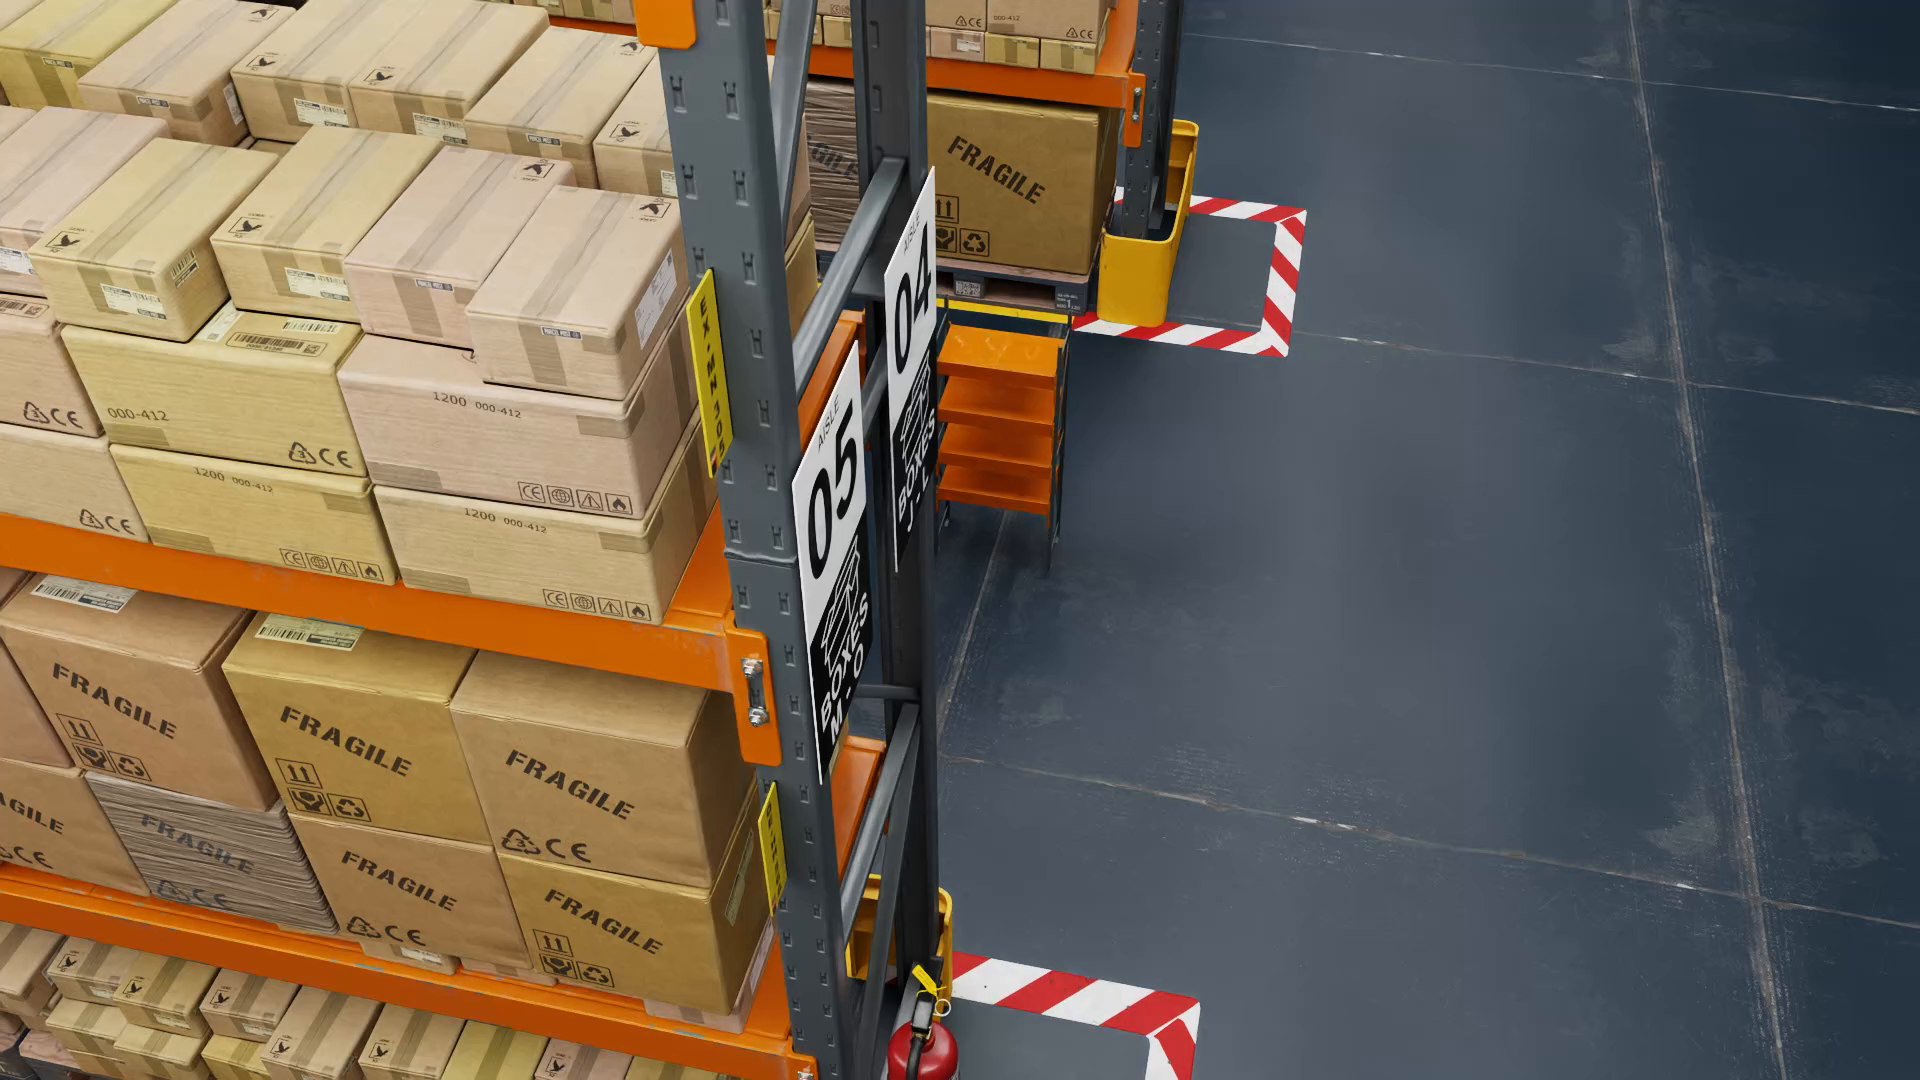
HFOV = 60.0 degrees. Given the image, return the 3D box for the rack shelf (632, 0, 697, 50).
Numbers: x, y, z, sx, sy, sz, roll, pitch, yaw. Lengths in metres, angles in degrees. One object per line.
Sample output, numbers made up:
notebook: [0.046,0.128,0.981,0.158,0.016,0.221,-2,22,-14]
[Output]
rack shelf: [-2.186,-1.422,2.719,4.000,0.370,1.077,9,45,9]

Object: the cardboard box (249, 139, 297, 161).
cardboard box: [-1.115,-0.745,3.406,0.500,0.250,0.500,8,45,9]

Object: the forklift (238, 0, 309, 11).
forklift: [-2.815,-1.417,6.568,3.031,2.935,1.130,7,44,8]

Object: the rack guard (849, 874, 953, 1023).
rack guard: [-0.308,1.671,5.113,0.348,0.500,1.175,9,45,9]

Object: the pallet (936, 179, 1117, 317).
pallet: [0.150,-1.622,8.744,1.213,0.211,1.003,9,45,9]

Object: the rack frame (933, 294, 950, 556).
rack frame: [-0.077,-0.444,6.806,0.015,1.200,0.240,9,45,9]

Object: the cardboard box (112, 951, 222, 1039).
cardboard box: [-2.327,1.284,5.037,0.250,0.149,0.380,9,45,9]

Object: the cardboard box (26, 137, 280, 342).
cardboard box: [-1.374,-0.528,2.893,0.250,0.149,0.380,9,45,10]

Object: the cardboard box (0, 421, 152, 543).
cardboard box: [-1.716,-0.291,3.294,0.500,0.250,0.500,11,45,11]

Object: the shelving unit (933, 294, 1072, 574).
shelving unit: [0.162,-0.407,6.768,0.503,1.200,0.258,9,45,9]

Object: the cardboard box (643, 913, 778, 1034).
cardboard box: [-0.614,1.015,4.174,0.250,0.149,0.380,9,45,9]

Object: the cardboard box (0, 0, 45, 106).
cardboard box: [-2.009,-1.027,3.411,0.250,0.149,0.380,10,45,10]

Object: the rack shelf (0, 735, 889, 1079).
rack shelf: [-2.186,0.739,4.798,4.000,0.370,1.077,9,45,9]

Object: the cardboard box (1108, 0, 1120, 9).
cardboard box: [0.673,-2.746,8.081,0.250,0.149,0.380,9,45,10]

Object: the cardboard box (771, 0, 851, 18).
cardboard box: [-0.575,-2.660,7.704,0.500,0.250,0.500,7,44,8]

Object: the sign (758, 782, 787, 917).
sign: [-0.375,0.624,3.336,0.005,0.325,0.100,9,45,9]

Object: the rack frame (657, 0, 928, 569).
rack frame: [-0.234,-1.379,2.154,0.127,3.000,1.000,9,45,9]

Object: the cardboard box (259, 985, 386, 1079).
cardboard box: [-1.832,1.420,4.896,0.250,0.149,0.380,10,45,11]

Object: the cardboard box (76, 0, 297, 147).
cardboard box: [-1.505,-0.917,3.297,0.250,0.149,0.380,10,45,10]

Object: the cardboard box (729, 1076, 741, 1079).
cardboard box: [-0.811,1.664,4.857,0.250,0.149,0.380,8,44,8]

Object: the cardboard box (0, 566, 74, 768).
cardboard box: [-2.255,0.151,3.883,0.500,0.500,0.500,7,44,8]

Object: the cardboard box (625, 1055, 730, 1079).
cardboard box: [-0.806,1.535,4.776,0.250,0.149,0.380,9,45,10]

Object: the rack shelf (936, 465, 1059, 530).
rack shelf: [0.162,-0.216,6.952,0.480,0.148,0.258,9,45,9]

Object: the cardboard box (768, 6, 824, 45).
cardboard box: [-0.722,-2.492,7.817,0.250,0.149,0.380,9,45,9]

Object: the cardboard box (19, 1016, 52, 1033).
cardboard box: [-2.810,1.389,5.356,0.250,0.149,0.380,7,44,7]

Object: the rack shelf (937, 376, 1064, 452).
rack shelf: [0.162,-0.520,6.659,0.480,0.148,0.258,9,45,9]

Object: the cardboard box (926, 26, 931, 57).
cardboard box: [-0.215,-2.415,7.738,0.250,0.149,0.380,10,45,10]

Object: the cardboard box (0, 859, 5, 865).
cardboard box: [-2.637,0.698,4.503,0.250,0.149,0.380,11,45,11]

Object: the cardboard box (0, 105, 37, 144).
cardboard box: [-1.865,-0.635,3.004,0.250,0.149,0.380,10,45,10]

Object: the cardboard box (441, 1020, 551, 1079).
cardboard box: [-1.319,1.505,4.807,0.250,0.149,0.380,8,44,8]

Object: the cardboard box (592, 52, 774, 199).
cardboard box: [-0.500,-0.771,3.146,0.250,0.149,0.380,8,45,9]

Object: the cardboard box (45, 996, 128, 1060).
cardboard box: [-2.583,1.388,5.143,0.250,0.149,0.380,9,45,9]

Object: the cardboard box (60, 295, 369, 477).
cardboard box: [-1.238,-0.399,3.046,0.500,0.250,0.500,8,44,8]

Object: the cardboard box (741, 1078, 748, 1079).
cardboard box: [-0.793,1.719,5.014,0.250,0.149,0.380,10,45,10]

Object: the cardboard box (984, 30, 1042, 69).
cardboard box: [0.274,-2.338,7.657,0.250,0.149,0.380,9,45,9]

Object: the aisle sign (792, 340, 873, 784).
aisle sign: [-0.228,0.060,3.110,0.004,0.787,0.394,9,45,9]

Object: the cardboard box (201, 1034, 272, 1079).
cardboard box: [-2.073,1.466,5.063,0.250,0.149,0.380,11,45,11]

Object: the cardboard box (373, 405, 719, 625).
cardboard box: [-0.735,-0.134,3.132,0.500,0.250,0.500,8,44,8]

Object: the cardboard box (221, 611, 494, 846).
cardboard box: [-1.229,0.301,3.727,0.500,0.500,0.500,7,44,8]

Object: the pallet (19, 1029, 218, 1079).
pallet: [-2.280,1.442,5.559,1.213,0.211,1.003,9,45,9]

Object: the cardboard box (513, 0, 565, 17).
cardboard box: [-1.969,-2.686,8.019,0.250,0.149,0.380,8,44,8]

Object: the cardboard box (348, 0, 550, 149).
cardboard box: [-0.994,-0.913,3.292,0.250,0.149,0.380,9,45,9]

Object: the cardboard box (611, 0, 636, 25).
cardboard box: [-1.475,-2.608,7.938,0.250,0.149,0.380,9,45,10]

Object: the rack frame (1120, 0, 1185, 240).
rack frame: [0.948,-2.559,7.706,0.127,3.000,1.000,9,45,9]

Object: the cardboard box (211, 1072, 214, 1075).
cardboard box: [-2.304,1.482,5.260,0.250,0.149,0.380,10,45,10]

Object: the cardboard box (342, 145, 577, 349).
cardboard box: [-0.846,-0.509,2.873,0.250,0.149,0.380,9,45,10]

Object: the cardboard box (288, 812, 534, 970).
cardboard box: [-1.230,0.664,4.071,0.500,0.500,0.500,8,45,8]

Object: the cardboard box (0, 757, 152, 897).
cardboard box: [-2.211,0.511,4.230,0.500,0.500,0.500,11,45,11]

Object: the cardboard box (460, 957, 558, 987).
cardboard box: [-1.096,0.924,4.268,0.250,0.149,0.380,8,45,9]

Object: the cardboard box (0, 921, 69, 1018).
cardboard box: [-2.843,1.235,5.088,0.250,0.149,0.380,10,45,10]

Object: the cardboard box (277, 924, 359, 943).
cardboard box: [-1.601,0.841,4.354,0.250,0.149,0.380,7,44,7]

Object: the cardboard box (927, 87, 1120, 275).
cardboard box: [0.306,-1.988,8.341,0.875,0.875,0.875,9,45,9]

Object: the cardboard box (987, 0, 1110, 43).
cardboard box: [0.417,-2.506,7.544,0.500,0.250,0.500,8,45,8]
